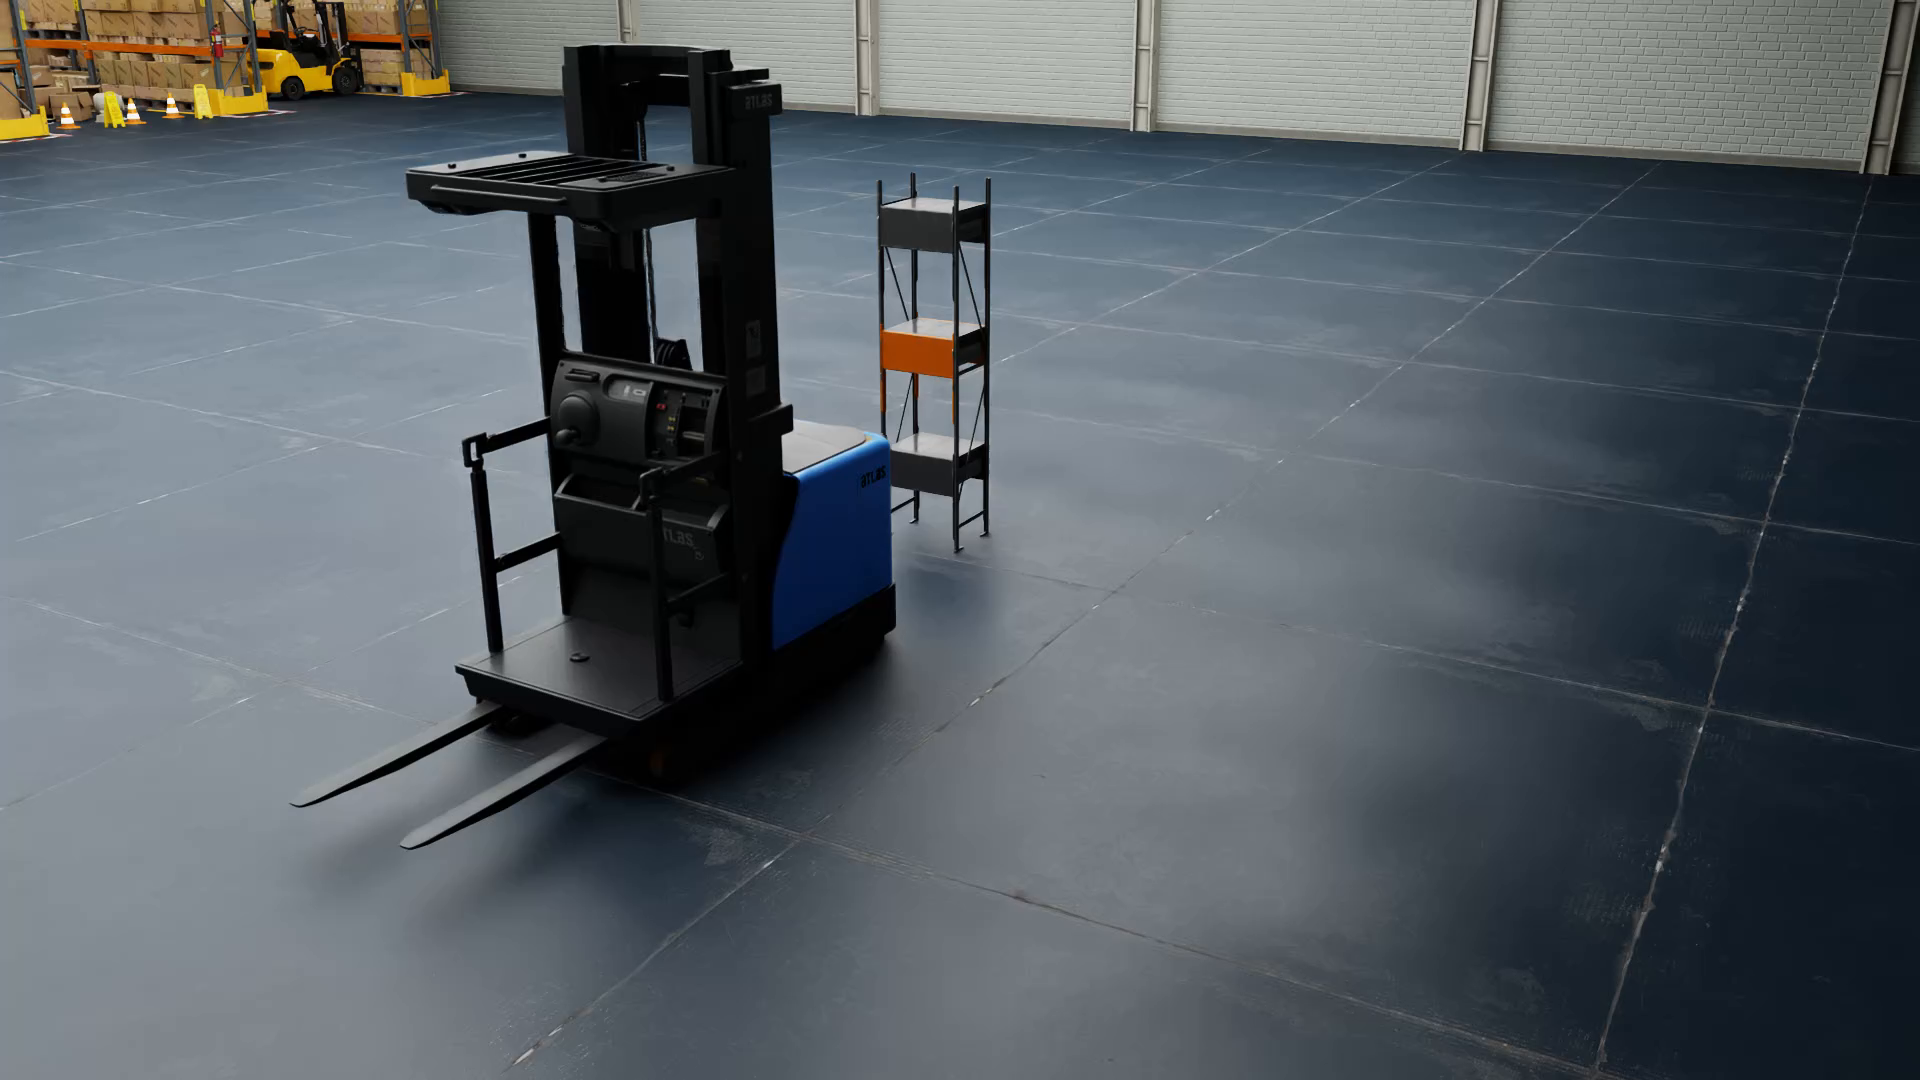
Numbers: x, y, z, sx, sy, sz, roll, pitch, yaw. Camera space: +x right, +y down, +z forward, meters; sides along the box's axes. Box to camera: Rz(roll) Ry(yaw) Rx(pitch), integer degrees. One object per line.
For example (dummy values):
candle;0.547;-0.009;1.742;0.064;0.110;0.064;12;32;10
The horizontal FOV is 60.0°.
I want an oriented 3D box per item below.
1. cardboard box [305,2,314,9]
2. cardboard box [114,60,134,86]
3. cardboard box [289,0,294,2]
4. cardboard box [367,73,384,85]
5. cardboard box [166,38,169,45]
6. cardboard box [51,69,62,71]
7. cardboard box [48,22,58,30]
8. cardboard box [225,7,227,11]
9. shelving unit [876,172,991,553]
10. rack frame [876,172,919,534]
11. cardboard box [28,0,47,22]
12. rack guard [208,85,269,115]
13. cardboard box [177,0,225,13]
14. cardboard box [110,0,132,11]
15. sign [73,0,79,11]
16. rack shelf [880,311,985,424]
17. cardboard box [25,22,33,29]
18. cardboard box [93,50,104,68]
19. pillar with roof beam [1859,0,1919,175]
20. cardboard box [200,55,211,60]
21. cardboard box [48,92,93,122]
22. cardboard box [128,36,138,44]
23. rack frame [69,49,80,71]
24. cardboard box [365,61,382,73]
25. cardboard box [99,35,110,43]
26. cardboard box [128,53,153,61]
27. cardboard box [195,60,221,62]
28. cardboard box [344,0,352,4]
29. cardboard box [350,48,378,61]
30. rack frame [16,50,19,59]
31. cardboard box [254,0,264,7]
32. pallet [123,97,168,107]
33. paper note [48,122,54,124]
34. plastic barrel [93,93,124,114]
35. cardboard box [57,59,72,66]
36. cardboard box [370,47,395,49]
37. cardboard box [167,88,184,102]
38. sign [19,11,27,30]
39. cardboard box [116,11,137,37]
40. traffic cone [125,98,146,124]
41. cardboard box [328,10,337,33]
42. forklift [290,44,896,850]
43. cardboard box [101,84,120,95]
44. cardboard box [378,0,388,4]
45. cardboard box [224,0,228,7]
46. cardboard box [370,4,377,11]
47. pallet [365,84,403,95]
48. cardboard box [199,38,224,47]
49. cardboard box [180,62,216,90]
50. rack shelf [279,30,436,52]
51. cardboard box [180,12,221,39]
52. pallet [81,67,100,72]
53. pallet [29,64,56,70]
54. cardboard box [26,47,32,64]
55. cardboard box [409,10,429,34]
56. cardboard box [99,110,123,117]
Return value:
cardboard box;-14.860;-12.323;38.341;0.250;0.149;0.380;11;23;28
cardboard box;-17.218;-9.759;34.685;0.500;0.500;0.500;12;23;29
cardboard box;-15.523;-12.594;38.651;0.250;0.149;0.380;11;23;28
cardboard box;-13.158;-10.553;37.974;0.500;0.250;0.500;11;23;27
cardboard box;-15.896;-10.157;33.835;0.250;0.149;0.380;11;23;28
cardboard box;-20.430;-10.175;36.755;0.625;0.372;0.950;10;22;26
cardboard box;-19.122;-10.929;35.348;0.250;0.149;0.380;10;22;26
cardboard box;-17.538;-12.673;39.890;0.500;0.250;0.500;11;23;28
shelving unit;-0.144;-1.015;9.583;0.503;2.100;0.431;11;23;27
rack frame;-0.358;-1.055;9.695;0.015;2.100;0.400;11;23;27
cardboard box;-19.470;-11.328;35.495;0.500;0.500;0.500;12;23;29
rack guard;-14.648;-8.938;33.771;0.348;0.500;1.175;11;23;27
cardboard box;-15.134;-10.777;33.127;0.500;0.500;0.700;10;22;26
cardboard box;-16.935;-11.101;34.021;0.500;0.500;0.700;10;22;26
sign;-18.342;-11.144;34.489;0.005;0.325;0.100;11;23;27
rack shelf;-0.144;-1.002;9.588;0.480;0.518;0.431;11;23;27
cardboard box;-19.986;-11.117;35.866;0.250;0.149;0.380;12;23;29
cardboard box;-21.859;-12.363;42.599;0.500;0.500;0.500;10;22;27
pillar with roof beam;11.758;-8.512;20.134;0.400;9.000;9.100;11;23;27
cardboard box;-18.037;-11.776;40.796;0.625;0.625;0.875;12;23;29
cardboard box;-17.350;-8.465;32.463;0.637;0.503;0.797;-4;20;-10
cardboard box;-16.843;-10.284;34.185;0.250;0.149;0.380;11;23;28
rack frame;-22.641;-13.574;42.887;0.127;3.000;1.000;11;23;27
cardboard box;-13.175;-10.793;37.903;0.500;0.250;0.500;11;22;27
cardboard box;-17.710;-10.473;34.706;0.250;0.149;0.380;12;23;29
cardboard box;-16.925;-9.982;34.349;0.250;0.149;0.380;12;23;30
cardboard box;-15.631;-9.663;34.422;0.500;0.500;0.500;10;22;25
cardboard box;-13.743;-12.249;37.701;0.250;0.149;0.380;11;23;28
cardboard box;-13.613;-11.101;38.020;0.500;0.250;0.500;11;23;28
rack frame;-21.566;-11.430;36.977;0.127;3.000;1.000;11;23;27
cardboard box;-16.485;-12.680;39.325;0.250;0.149;0.380;11;23;27
pallet;-17.471;-9.353;35.340;1.213;0.211;1.003;11;23;27
paper note;-17.412;-7.972;31.801;0.144;0.017;0.142;-16;26;-38
plastic barrel;-17.124;-8.782;33.454;0.512;0.421;0.421;-7;21;-20
cardboard box;-23.270;-12.436;43.316;0.250;0.149;0.380;10;22;26
cardboard box;-13.361;-11.258;38.452;0.500;0.250;0.500;11;22;27
cardboard box;-15.867;-9.148;34.101;0.500;0.250;0.500;11;23;27
sign;-16.632;-9.218;29.493;0.005;0.325;0.100;11;23;27
cardboard box;-16.944;-10.632;34.193;0.500;0.500;0.500;11;22;27
traffic cone;-15.831;-8.208;31.814;0.334;0.463;0.336;11;23;27
cardboard box;-14.062;-11.883;38.080;0.500;0.500;0.500;11;23;28
forklift;-1.518;-0.536;7.046;1.130;2.935;3.031;12;23;29
cardboard box;-17.691;-9.492;35.049;0.500;0.250;0.500;10;22;25
cardboard box;-12.811;-12.099;37.286;0.250;0.149;0.380;11;23;27
cardboard box;-17.462;-12.811;39.685;0.250;0.149;0.380;10;22;26
cardboard box;-13.038;-12.000;37.449;0.250;0.149;0.380;11;23;28
pallet;-12.853;-10.382;38.177;1.213;0.211;1.003;11;23;27
cardboard box;-15.013;-9.980;33.349;0.250;0.149;0.380;12;23;29
cardboard box;-15.409;-9.413;33.732;0.500;0.500;0.500;11;23;28
rack shelf;-13.911;-11.573;38.425;4.000;0.370;1.077;11;23;27
cardboard box;-15.190;-10.295;33.265;0.500;0.500;0.500;10;22;26
pallet;-21.912;-12.139;43.020;1.213;0.211;1.003;11;23;27
pallet;-24.309;-12.580;44.236;1.213;0.211;1.003;11;23;27
cardboard box;-24.505;-12.860;43.969;0.500;0.500;0.500;11;23;28
cardboard box;-12.462;-11.790;37.823;0.500;0.500;0.500;12;23;29
cardboard box;-16.711;-8.376;32.739;0.380;0.149;0.250;-11;23;-29
